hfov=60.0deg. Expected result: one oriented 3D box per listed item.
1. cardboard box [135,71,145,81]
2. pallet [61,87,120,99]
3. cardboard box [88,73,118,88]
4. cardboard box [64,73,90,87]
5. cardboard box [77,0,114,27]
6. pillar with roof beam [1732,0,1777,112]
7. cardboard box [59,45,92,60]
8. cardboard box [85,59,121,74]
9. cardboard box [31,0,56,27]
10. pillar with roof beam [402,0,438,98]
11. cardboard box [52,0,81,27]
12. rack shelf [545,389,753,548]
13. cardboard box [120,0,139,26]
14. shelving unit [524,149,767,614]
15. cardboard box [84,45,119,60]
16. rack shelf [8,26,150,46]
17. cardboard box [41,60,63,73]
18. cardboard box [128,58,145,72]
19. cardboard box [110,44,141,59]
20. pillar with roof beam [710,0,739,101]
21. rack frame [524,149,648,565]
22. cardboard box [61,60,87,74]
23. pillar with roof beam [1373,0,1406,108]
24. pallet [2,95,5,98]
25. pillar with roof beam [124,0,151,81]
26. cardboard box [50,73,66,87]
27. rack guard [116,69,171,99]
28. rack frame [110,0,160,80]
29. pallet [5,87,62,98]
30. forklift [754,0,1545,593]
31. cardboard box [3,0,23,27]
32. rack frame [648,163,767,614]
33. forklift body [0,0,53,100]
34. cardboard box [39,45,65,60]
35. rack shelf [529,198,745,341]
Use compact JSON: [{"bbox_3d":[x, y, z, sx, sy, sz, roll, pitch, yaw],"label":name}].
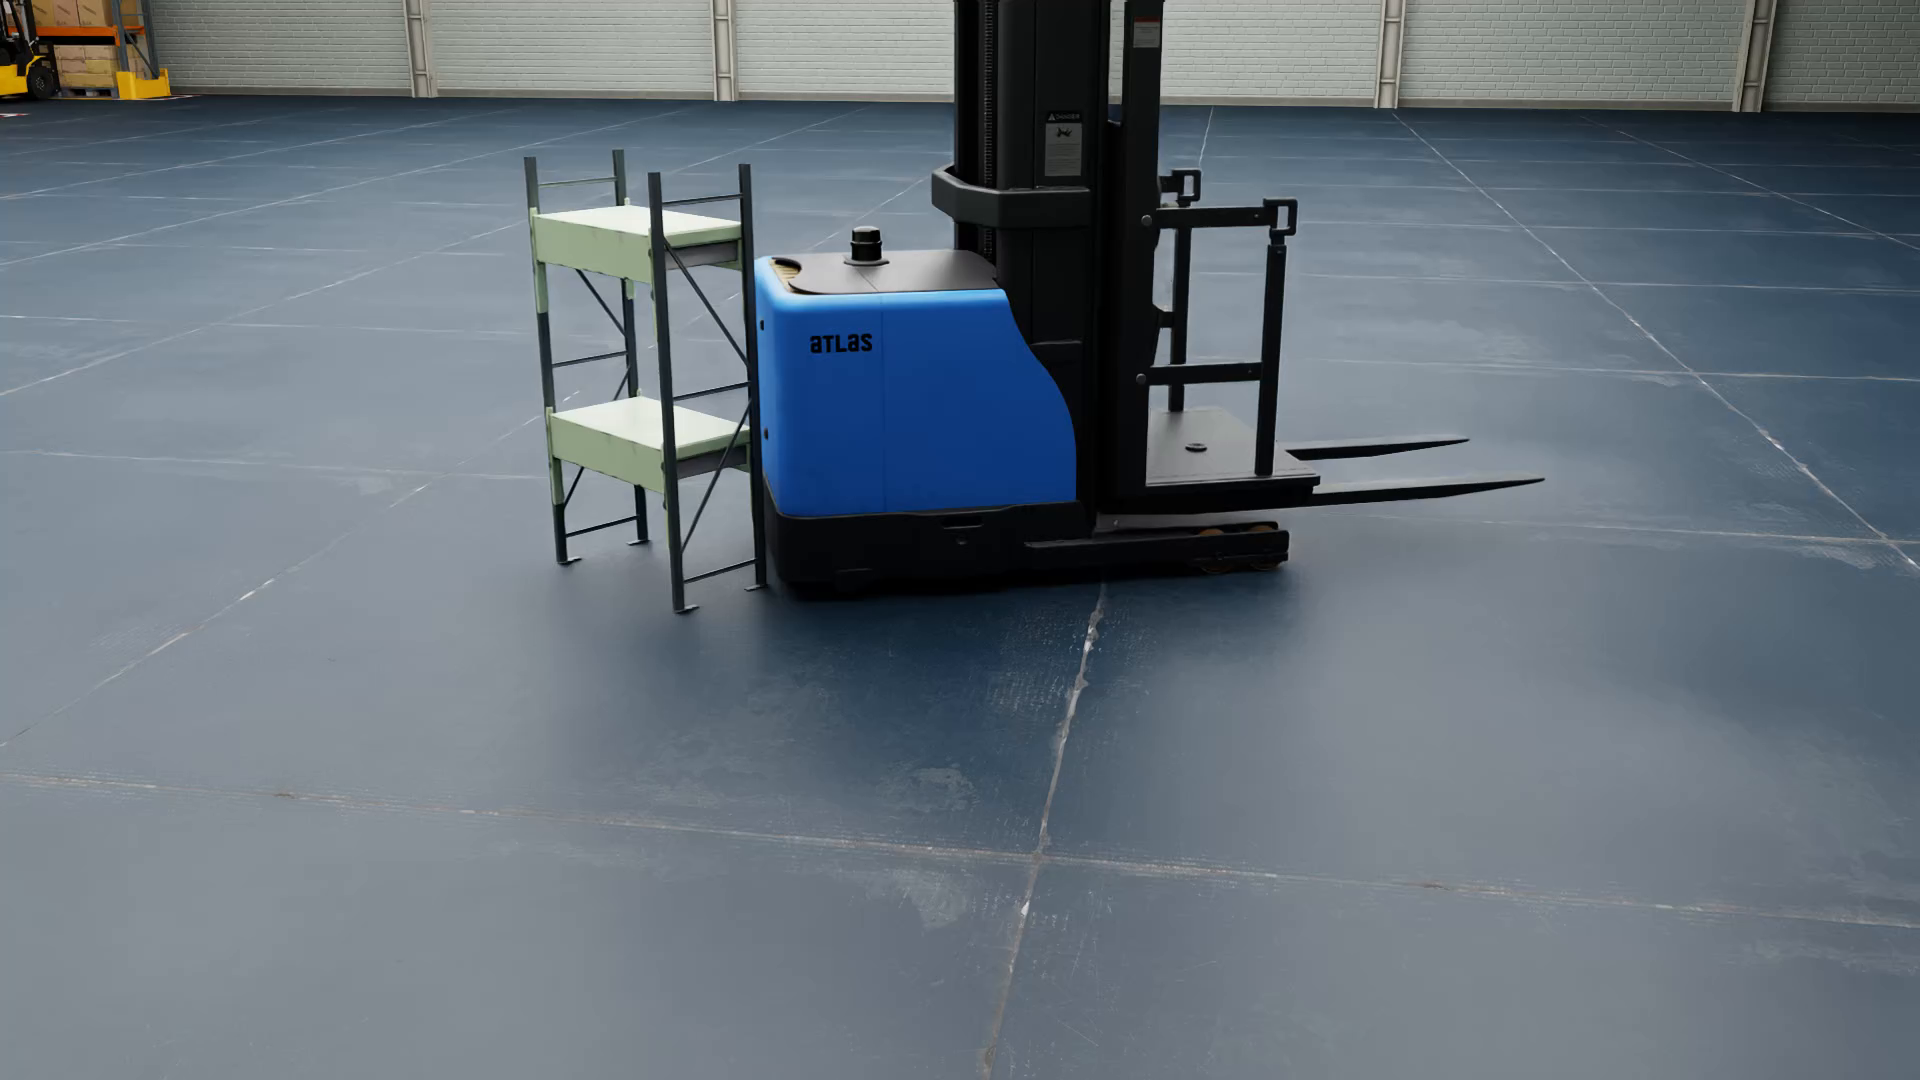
[{"bbox_3d":[-16.117,-8.909,32.093,0.500,0.250,0.500,3,19,9],"label":"cardboard box"},{"bbox_3d":[-16.425,-8.631,31.984,1.213,0.211,1.003,3,19,9],"label":"pallet"},{"bbox_3d":[-16.178,-8.748,31.611,0.500,0.250,0.500,3,19,9],"label":"cardboard box"},{"bbox_3d":[-16.667,-8.776,31.694,0.500,0.250,0.500,3,19,9],"label":"cardboard box"},{"bbox_3d":[-16.191,-9.918,31.278,0.500,0.500,0.500,3,19,7],"label":"cardboard box"},{"bbox_3d":[12.729,-10.232,22.920,0.400,9.000,9.100,3,19,9],"label":"pillar with roof beam"},{"bbox_3d":[-16.673,-9.247,31.526,0.500,0.250,0.500,3,19,10],"label":"cardboard box"},{"bbox_3d":[-16.194,-8.987,31.537,0.500,0.250,0.500,3,19,8],"label":"cardboard box"},{"bbox_3d":[-17.208,-9.973,31.442,0.500,0.500,0.500,3,19,8],"label":"cardboard box"},{"bbox_3d":[-10.967,-11.440,26.530,0.400,9.000,9.100,3,19,9],"label":"pillar with roof beam"},{"bbox_3d":[-16.702,-9.947,31.365,0.500,0.500,0.500,4,19,10],"label":"cardboard box"},{"bbox_3d":[-1.108,-0.274,6.005,0.720,0.370,0.431,17,25,42],"label":"rack shelf"},{"bbox_3d":[-16.109,-10.088,31.785,0.500,0.500,0.500,4,19,10],"label":"cardboard box"},{"bbox_3d":[-1.108,-0.584,5.902,0.755,1.500,0.431,17,25,42],"label":"shelving unit"},{"bbox_3d":[-16.168,-9.223,31.454,0.500,0.250,0.500,4,19,10],"label":"cardboard box"},{"bbox_3d":[-17.638,-9.688,31.881,4.000,0.370,1.077,3,19,9],"label":"rack shelf"},{"bbox_3d":[-17.200,-9.035,31.681,0.500,0.250,0.500,2,19,7],"label":"cardboard box"},{"bbox_3d":[-16.095,-9.149,32.022,0.500,0.250,0.500,3,19,10],"label":"cardboard box"},{"bbox_3d":[-16.108,-9.381,31.927,0.500,0.250,0.500,3,19,8],"label":"cardboard box"},{"bbox_3d":[-5.043,-11.138,25.627,0.400,9.000,9.100,3,19,9],"label":"pillar with roof beam"},{"bbox_3d":[-1.368,-0.665,6.145,0.023,1.500,0.400,17,25,42],"label":"rack frame"},{"bbox_3d":[-16.687,-9.016,31.623,0.500,0.250,0.500,3,19,8],"label":"cardboard box"},{"bbox_3d":[6.805,-10.534,23.822,0.400,9.000,9.100,3,19,9],"label":"pillar with roof beam"},{"bbox_3d":[-18.834,-8.754,32.351,1.213,0.211,1.003,3,19,9],"label":"pallet"},{"bbox_3d":[-16.891,-11.742,27.432,0.400,9.000,9.100,3,19,9],"label":"pillar with roof beam"},{"bbox_3d":[-17.160,-8.804,31.778,0.500,0.250,0.500,3,19,9],"label":"cardboard box"},{"bbox_3d":[-15.640,-8.742,31.859,0.348,0.500,1.175,3,19,9],"label":"rack guard"},{"bbox_3d":[-15.664,-9.928,31.466,0.127,3.000,1.000,3,19,9],"label":"rack frame"},{"bbox_3d":[-17.626,-8.693,32.170,1.213,0.211,1.003,3,19,9],"label":"pallet"},{"bbox_3d":[0.753,-1.424,6.157,3.031,2.935,1.130,-4,19,-11],"label":"forklift"},{"bbox_3d":[-17.706,-9.995,31.507,0.500,0.500,0.500,3,19,9],"label":"cardboard box"},{"bbox_3d":[-0.847,-0.502,5.658,0.023,1.500,0.400,17,25,42],"label":"rack frame"},{"bbox_3d":[-17.825,-9.050,30.178,1.214,2.155,2.313,3,19,9],"label":"forklift body"},{"bbox_3d":[-17.173,-9.269,31.592,0.500,0.250,0.500,3,19,9],"label":"cardboard box"},{"bbox_3d":[-1.108,-0.954,5.778,0.720,0.370,0.431,17,25,42],"label":"rack shelf"}]
